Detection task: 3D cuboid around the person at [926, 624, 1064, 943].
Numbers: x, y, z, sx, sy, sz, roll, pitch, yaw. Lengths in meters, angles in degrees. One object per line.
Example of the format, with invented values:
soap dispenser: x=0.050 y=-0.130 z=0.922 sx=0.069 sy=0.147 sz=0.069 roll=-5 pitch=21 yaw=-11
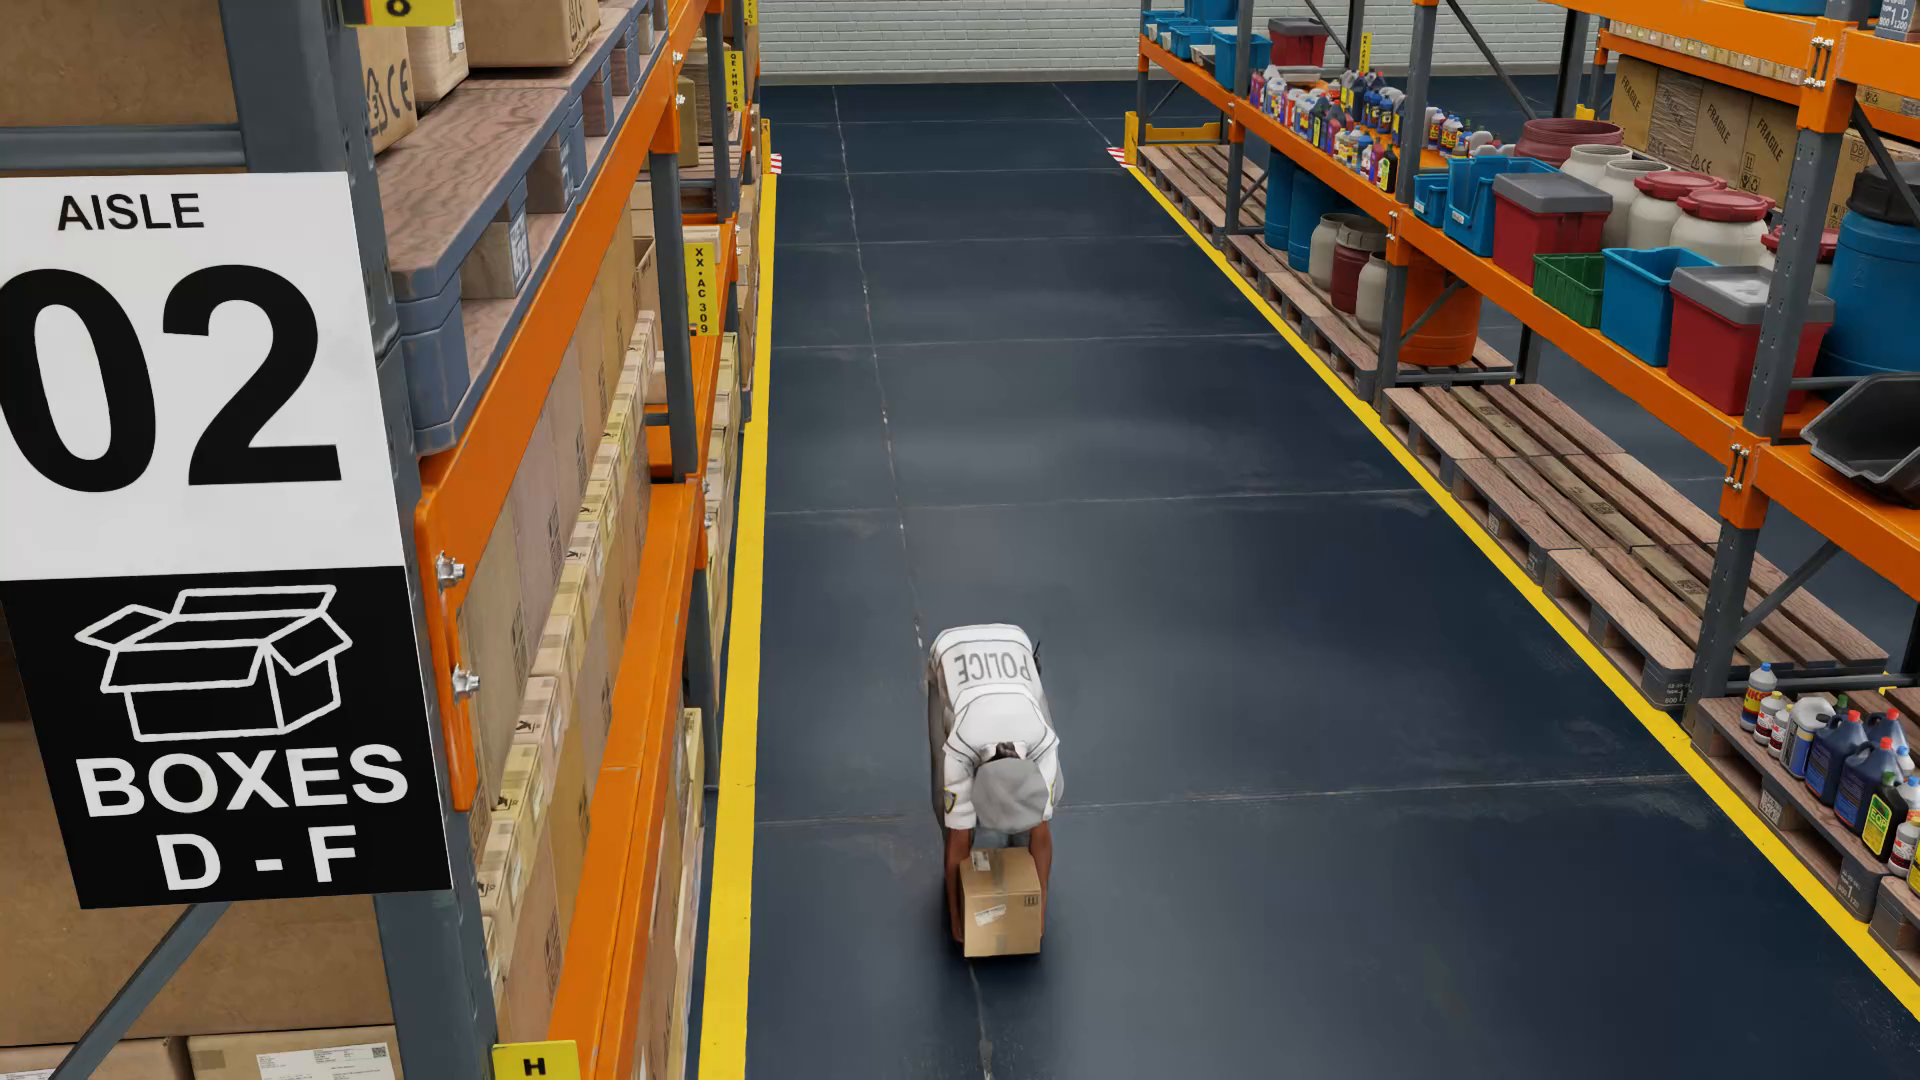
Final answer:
person: x=0.132 y=0.817 z=5.691 sx=0.460 sy=0.907 sz=0.903 roll=-3 pitch=24 yaw=-8
